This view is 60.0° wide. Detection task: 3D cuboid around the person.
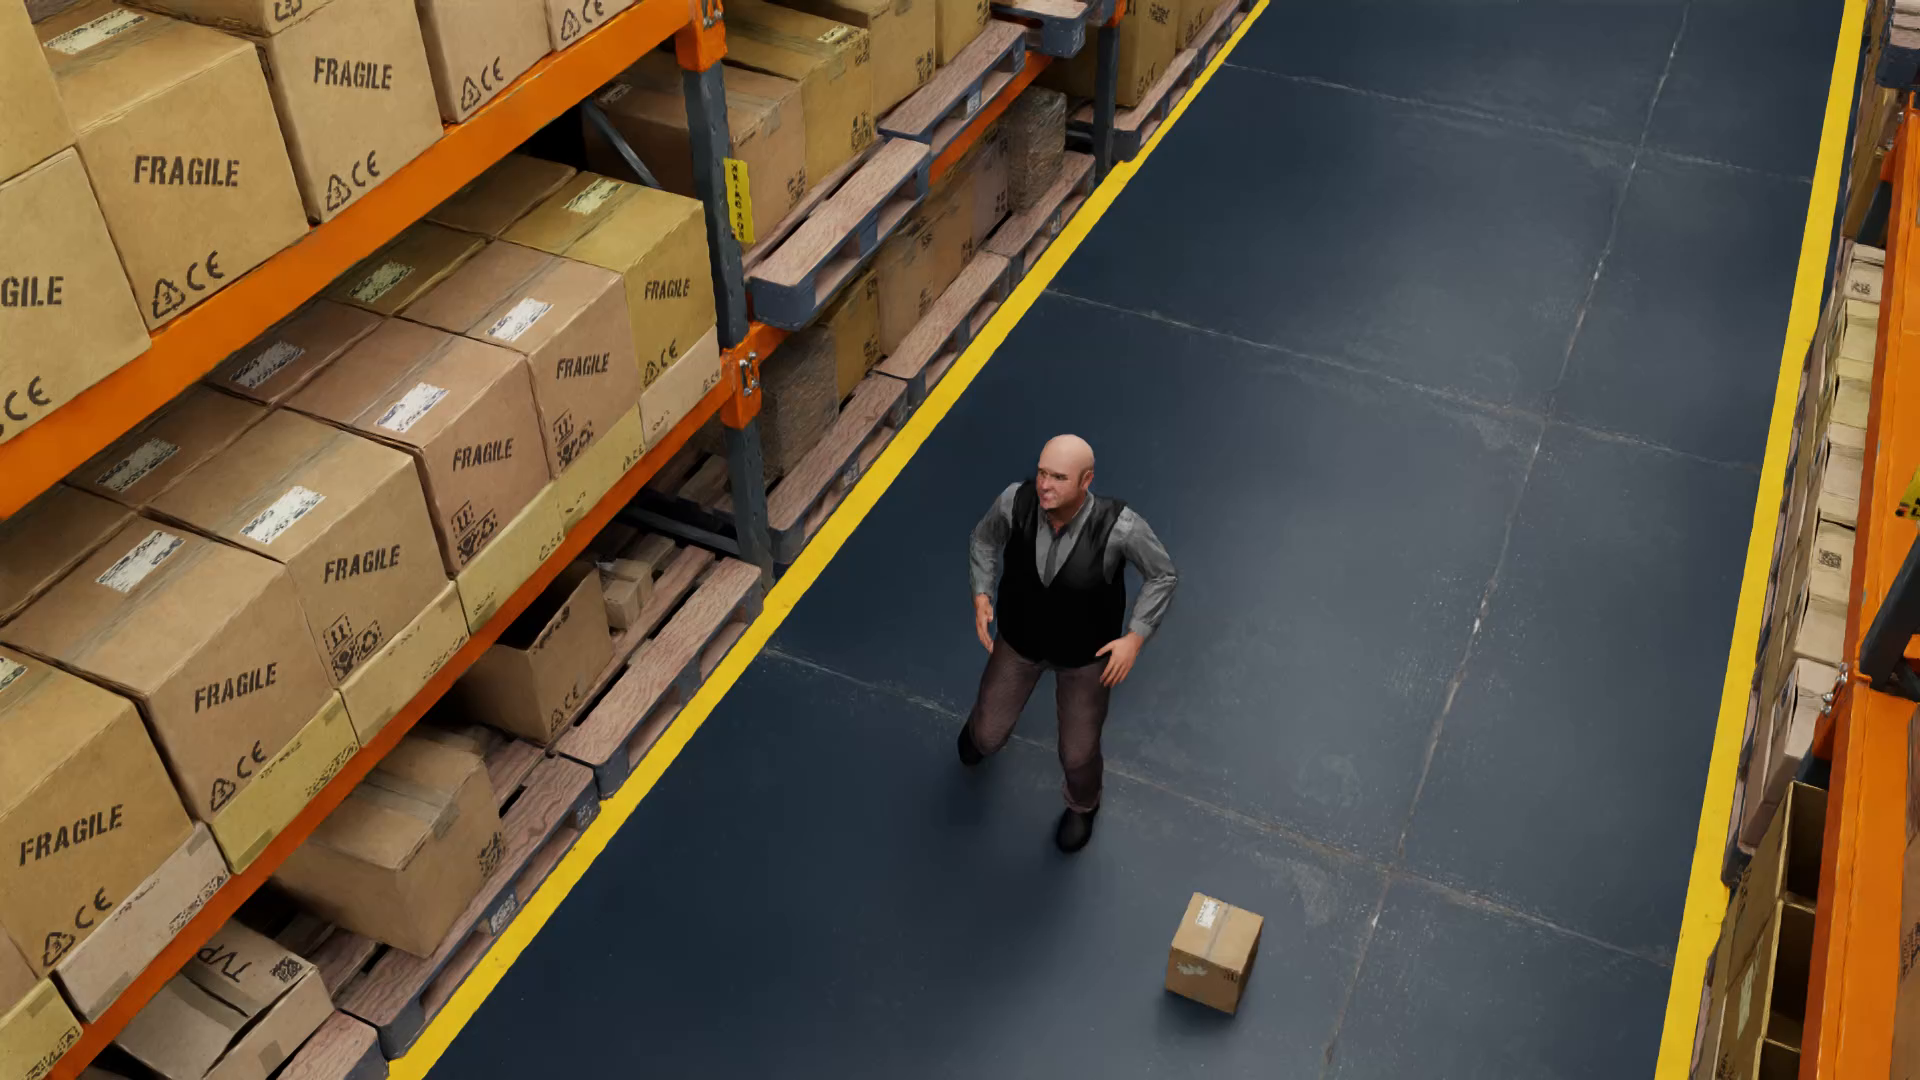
[{"bbox_3d":[0.330,0.359,5.802,0.772,1.692,0.491,12,43,13],"label":"person"}]
